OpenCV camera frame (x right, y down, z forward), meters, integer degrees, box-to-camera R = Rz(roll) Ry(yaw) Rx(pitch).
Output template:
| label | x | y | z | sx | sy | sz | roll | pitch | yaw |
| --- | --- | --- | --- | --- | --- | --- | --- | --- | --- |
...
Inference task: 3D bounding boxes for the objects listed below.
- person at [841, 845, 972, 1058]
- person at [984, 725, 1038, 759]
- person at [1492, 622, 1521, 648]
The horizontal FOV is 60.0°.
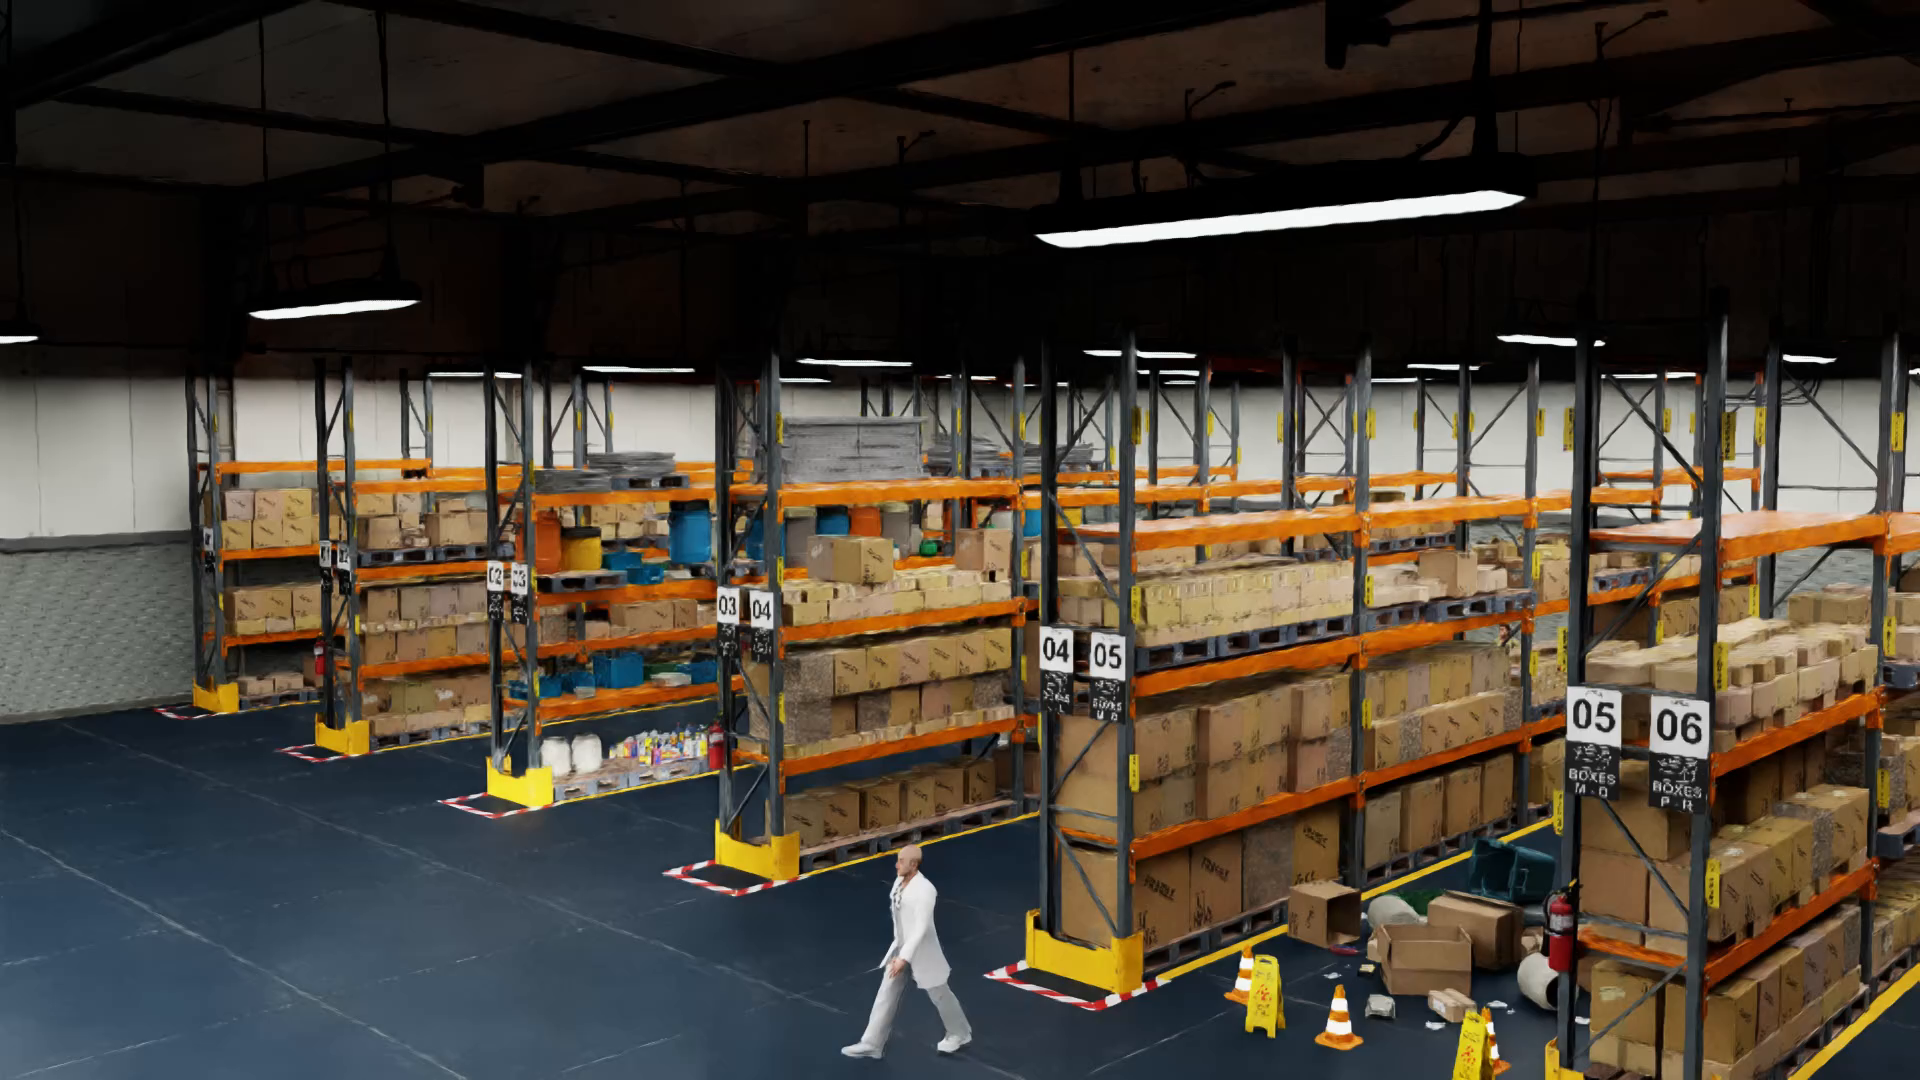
| label | x | y | z | sx | sy | sz | roll | pitch | yaw |
| --- | --- | --- | --- | --- | --- | --- | --- | --- | --- |
| person | -0.388 | 3.276 | 13.260 | 1.102 | 1.716 | 0.573 | -3 | 5 | -37 |
| person | 0.842 | 2.422 | 24.397 | 1.036 | 1.728 | 0.533 | -3 | 5 | -37 |
| person | 9.306 | 2.193 | 28.353 | 0.598 | 1.619 | 0.506 | 4 | 6 | 41 |
